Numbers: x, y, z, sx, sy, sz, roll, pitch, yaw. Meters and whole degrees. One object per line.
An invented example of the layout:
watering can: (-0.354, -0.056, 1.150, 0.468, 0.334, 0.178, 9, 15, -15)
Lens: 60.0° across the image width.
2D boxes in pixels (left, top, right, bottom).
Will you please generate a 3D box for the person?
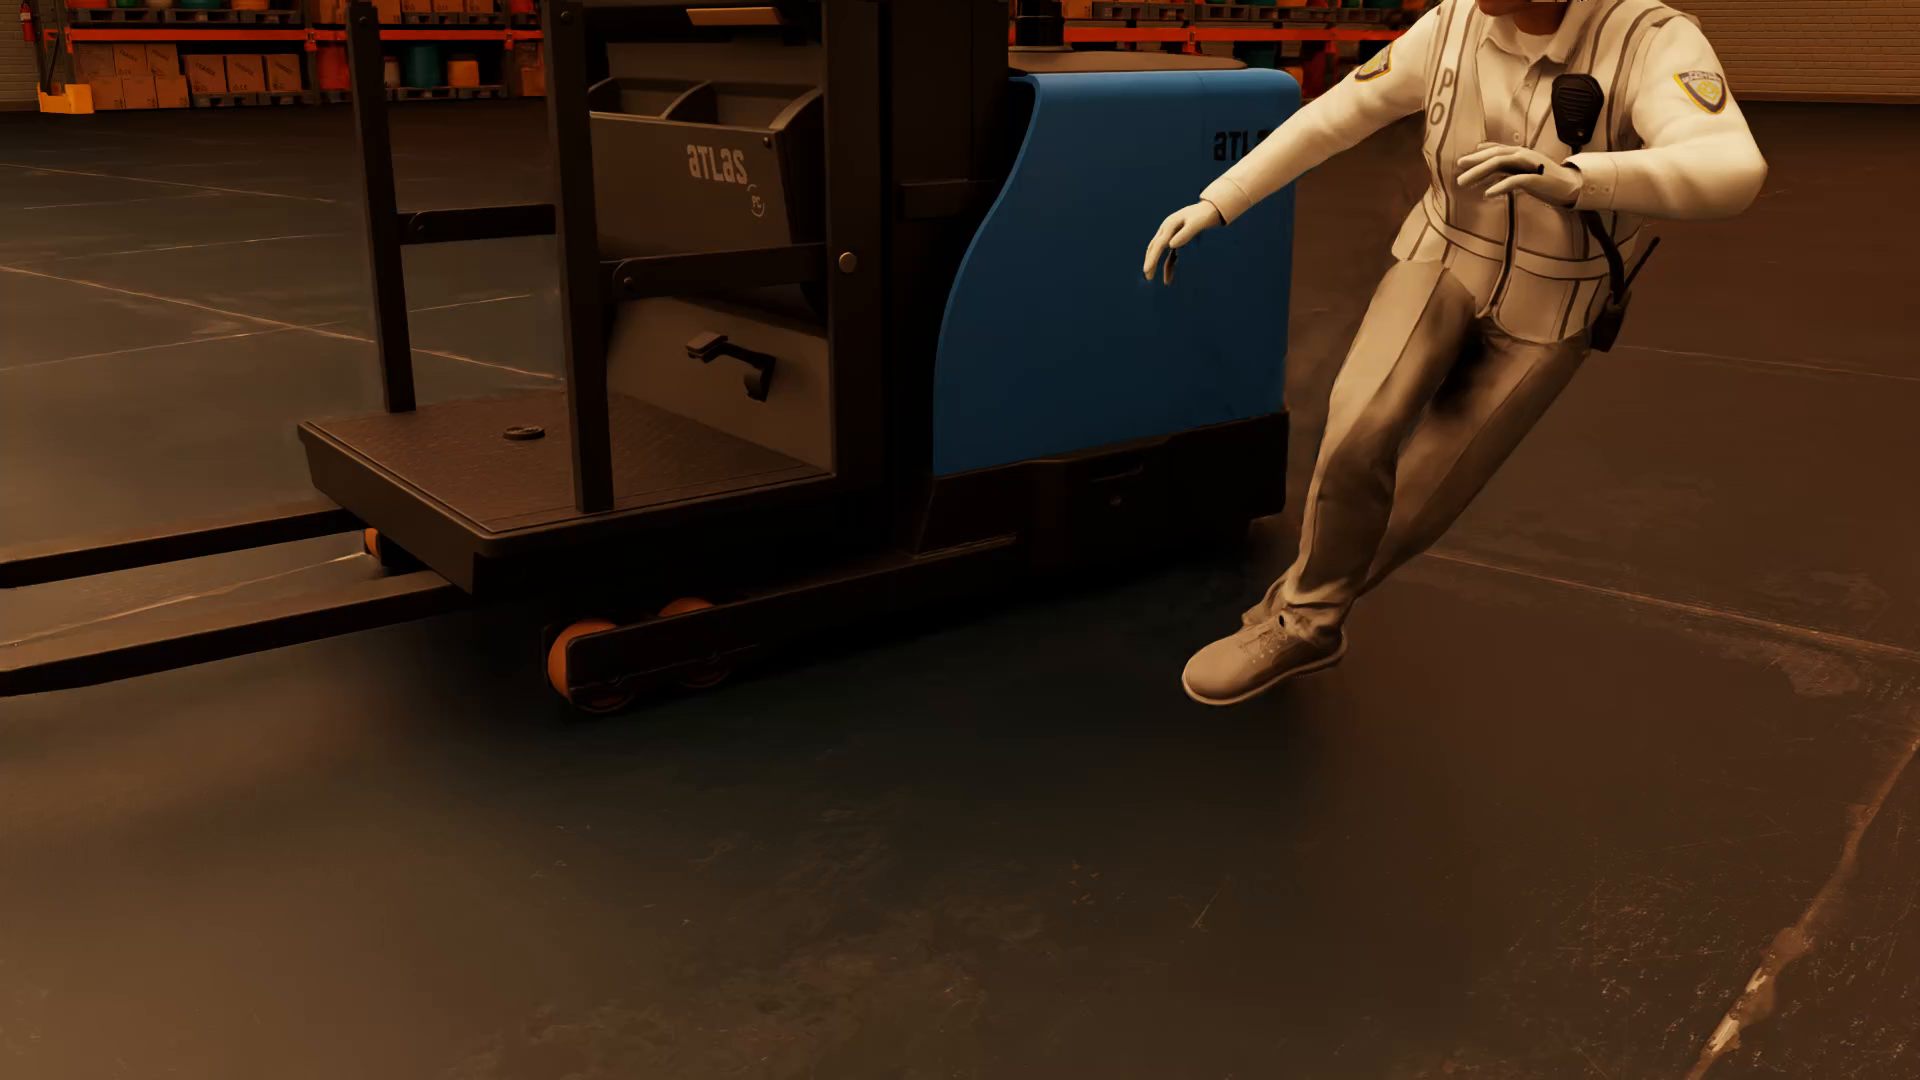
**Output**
person: (0.707, -0.327, 2.562, 0.908, 1.433, 0.823, 8, 19, 24)

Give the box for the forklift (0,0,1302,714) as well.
forklift: (-0.713, -1.270, 3.079, 3.031, 2.935, 1.130, -12, 21, -35)
